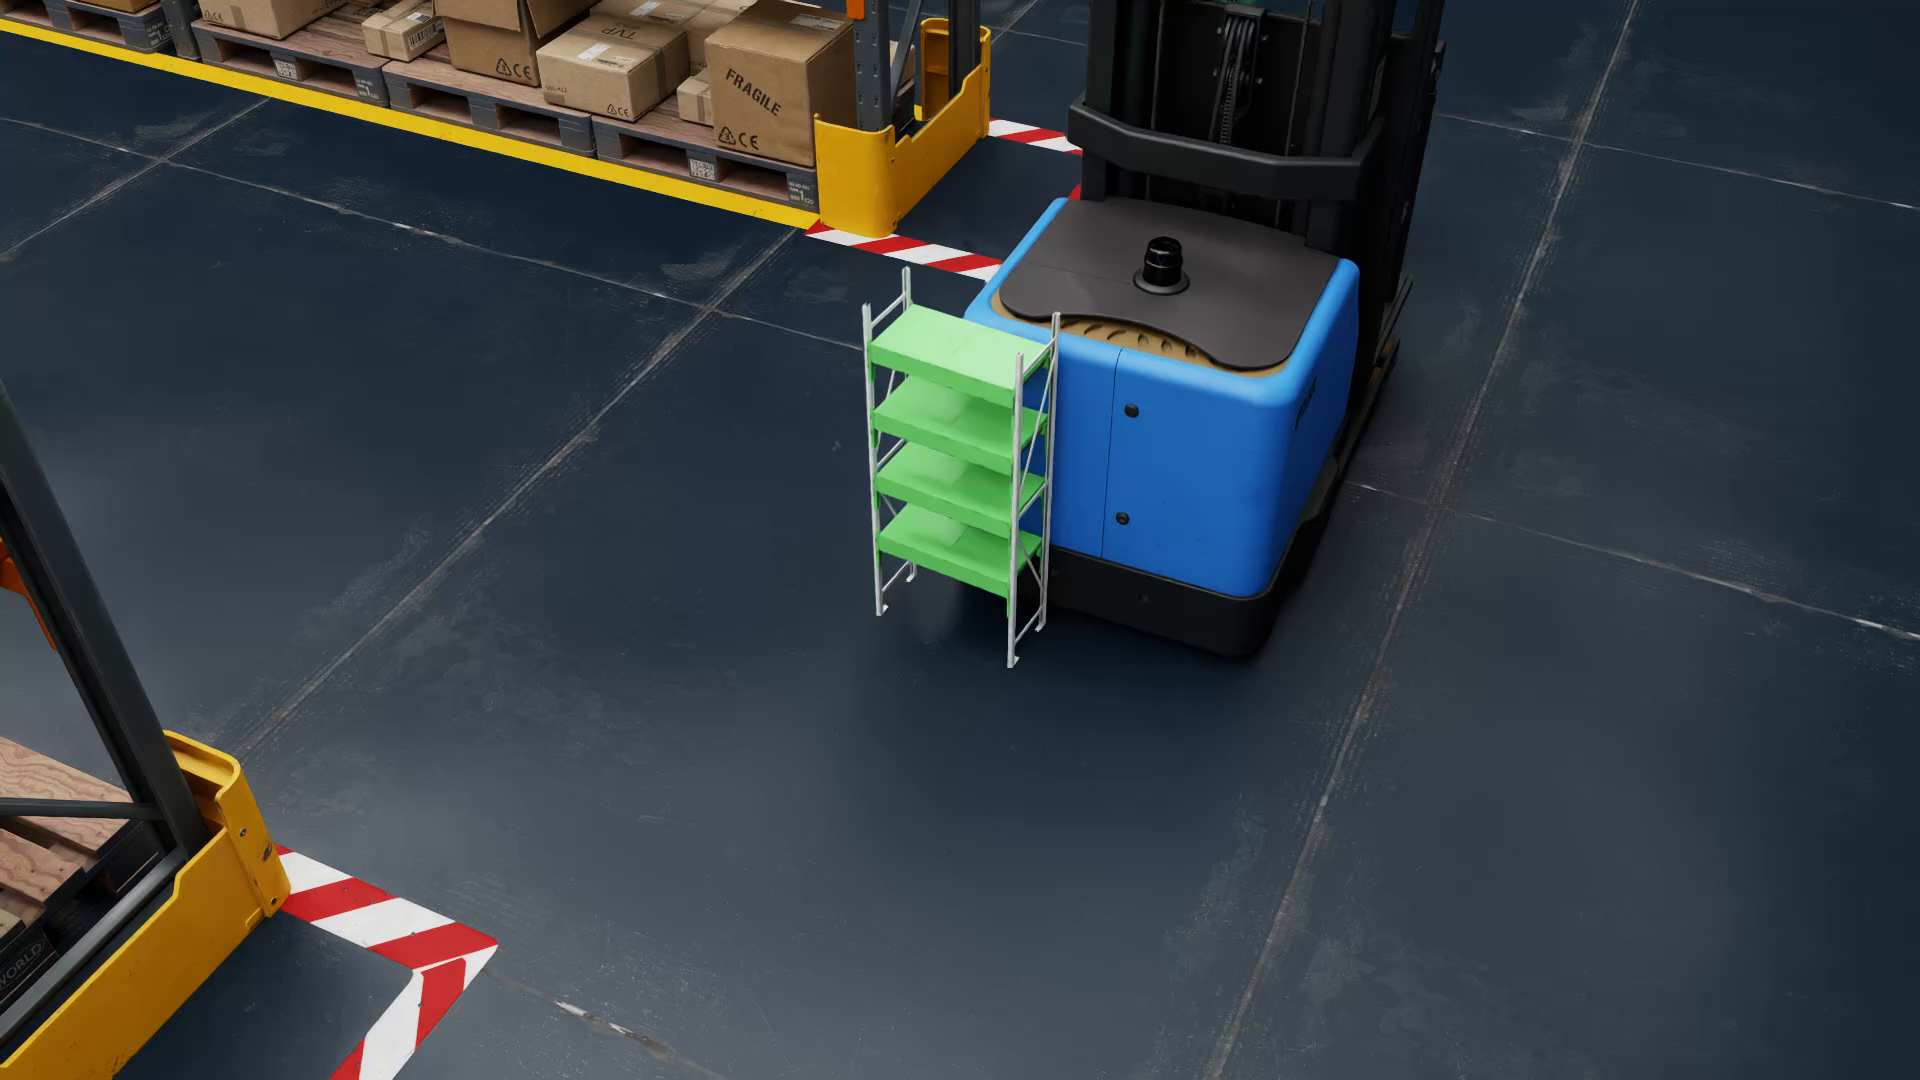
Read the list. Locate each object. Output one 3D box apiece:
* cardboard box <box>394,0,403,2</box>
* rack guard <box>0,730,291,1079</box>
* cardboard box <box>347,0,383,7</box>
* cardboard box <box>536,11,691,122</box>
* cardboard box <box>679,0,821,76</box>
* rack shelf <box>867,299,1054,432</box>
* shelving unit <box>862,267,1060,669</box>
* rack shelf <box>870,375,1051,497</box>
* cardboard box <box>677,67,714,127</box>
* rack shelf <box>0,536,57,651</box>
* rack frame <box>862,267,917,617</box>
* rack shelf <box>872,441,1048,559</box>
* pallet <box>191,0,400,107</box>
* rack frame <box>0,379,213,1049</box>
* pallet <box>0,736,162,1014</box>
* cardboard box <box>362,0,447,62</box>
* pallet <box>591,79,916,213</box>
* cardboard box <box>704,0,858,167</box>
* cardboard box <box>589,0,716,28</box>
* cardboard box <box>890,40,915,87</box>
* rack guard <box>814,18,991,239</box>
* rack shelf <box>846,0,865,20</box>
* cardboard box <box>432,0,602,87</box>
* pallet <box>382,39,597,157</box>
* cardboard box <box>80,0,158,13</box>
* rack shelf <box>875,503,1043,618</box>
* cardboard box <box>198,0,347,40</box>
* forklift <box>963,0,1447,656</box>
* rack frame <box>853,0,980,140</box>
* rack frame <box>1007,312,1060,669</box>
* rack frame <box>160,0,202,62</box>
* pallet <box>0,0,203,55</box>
[{"bbox_3d":[-2.794,-2.949,8.703,0.250,0.149,0.380,17,44,19],"label":"cardboard box"},{"bbox_3d":[-2.241,1.072,4.131,0.348,0.500,1.175,17,44,19],"label":"rack guard"},{"bbox_3d":[-3.159,-3.150,8.667,0.500,0.500,0.500,17,44,19],"label":"cardboard box"},{"bbox_3d":[-1.616,-2.223,7.788,0.500,0.250,0.500,17,44,19],"label":"cardboard box"},{"bbox_3d":[-0.996,-2.395,7.986,0.500,0.250,0.500,17,44,19],"label":"cardboard box"},{"bbox_3d":[0.003,-0.507,4.784,0.480,0.148,0.258,20,45,22],"label":"rack shelf"},{"bbox_3d":[0.003,-0.193,5.056,0.503,1.200,0.258,20,45,22],"label":"shelving unit"},{"bbox_3d":[0.003,-0.326,4.941,0.480,0.148,0.258,20,45,22],"label":"rack shelf"},{"bbox_3d":[-1.096,-2.076,7.682,0.250,0.166,0.380,17,44,19],"label":"cardboard box"},{"bbox_3d":[-4.081,-0.153,4.186,4.000,0.370,1.077,17,44,19],"label":"rack shelf"},{"bbox_3d":[-0.210,-0.271,5.147,0.015,1.200,0.240,20,45,22],"label":"rack frame"},{"bbox_3d":[0.003,-0.145,5.098,0.480,0.148,0.258,20,45,22],"label":"rack shelf"},{"bbox_3d":[-3.173,-2.673,8.673,1.213,0.211,1.003,17,44,19],"label":"pallet"},{"bbox_3d":[-2.268,0.129,3.311,0.127,3.000,1.000,17,44,19],"label":"rack frame"},{"bbox_3d":[-2.999,0.931,4.515,1.213,0.211,1.003,17,44,19],"label":"pallet"},{"bbox_3d":[-2.718,-2.535,8.212,0.250,0.166,0.380,17,44,19],"label":"cardboard box"},{"bbox_3d":[-0.962,-1.998,7.894,1.213,0.211,1.003,17,44,19],"label":"pallet"},{"bbox_3d":[-0.767,-2.036,7.382,0.500,0.500,0.500,17,44,19],"label":"cardboard box"},{"bbox_3d":[-1.450,-2.533,8.146,0.500,0.250,0.500,17,44,19],"label":"cardboard box"},{"bbox_3d":[-0.405,-2.219,7.861,0.250,0.149,0.380,17,44,19],"label":"cardboard box"},{"bbox_3d":[-0.239,-1.887,7.545,0.348,0.500,1.175,17,44,19],"label":"rack guard"},{"bbox_3d":[-1.983,-3.092,7.577,4.000,0.370,1.077,17,44,19],"label":"rack shelf"},{"bbox_3d":[-2.091,-2.624,8.057,0.637,0.503,0.797,17,44,19],"label":"cardboard box"},{"bbox_3d":[-2.064,-2.336,8.285,1.213,0.211,1.003,17,44,19],"label":"pallet"},{"bbox_3d":[-4.364,-3.106,8.616,0.500,0.500,0.500,17,44,18],"label":"cardboard box"},{"bbox_3d":[0.003,0.037,5.255,0.480,0.148,0.258,20,45,22],"label":"rack shelf"},{"bbox_3d":[-3.506,-2.824,8.434,0.500,0.311,0.500,17,44,19],"label":"cardboard box"},{"bbox_3d":[1.054,-1.713,5.488,1.130,2.935,3.031,16,43,18],"label":"forklift"},{"bbox_3d":[-0.171,-2.810,6.702,0.127,3.000,1.000,17,44,19],"label":"rack frame"},{"bbox_3d":[0.215,-0.114,4.966,0.015,1.200,0.240,20,45,22],"label":"rack frame"},{"bbox_3d":[-3.795,-3.918,7.980,0.127,3.000,1.000,17,44,19],"label":"rack frame"},{"bbox_3d":[-4.549,-3.067,9.127,1.213,0.211,1.003,17,44,19],"label":"pallet"}]
